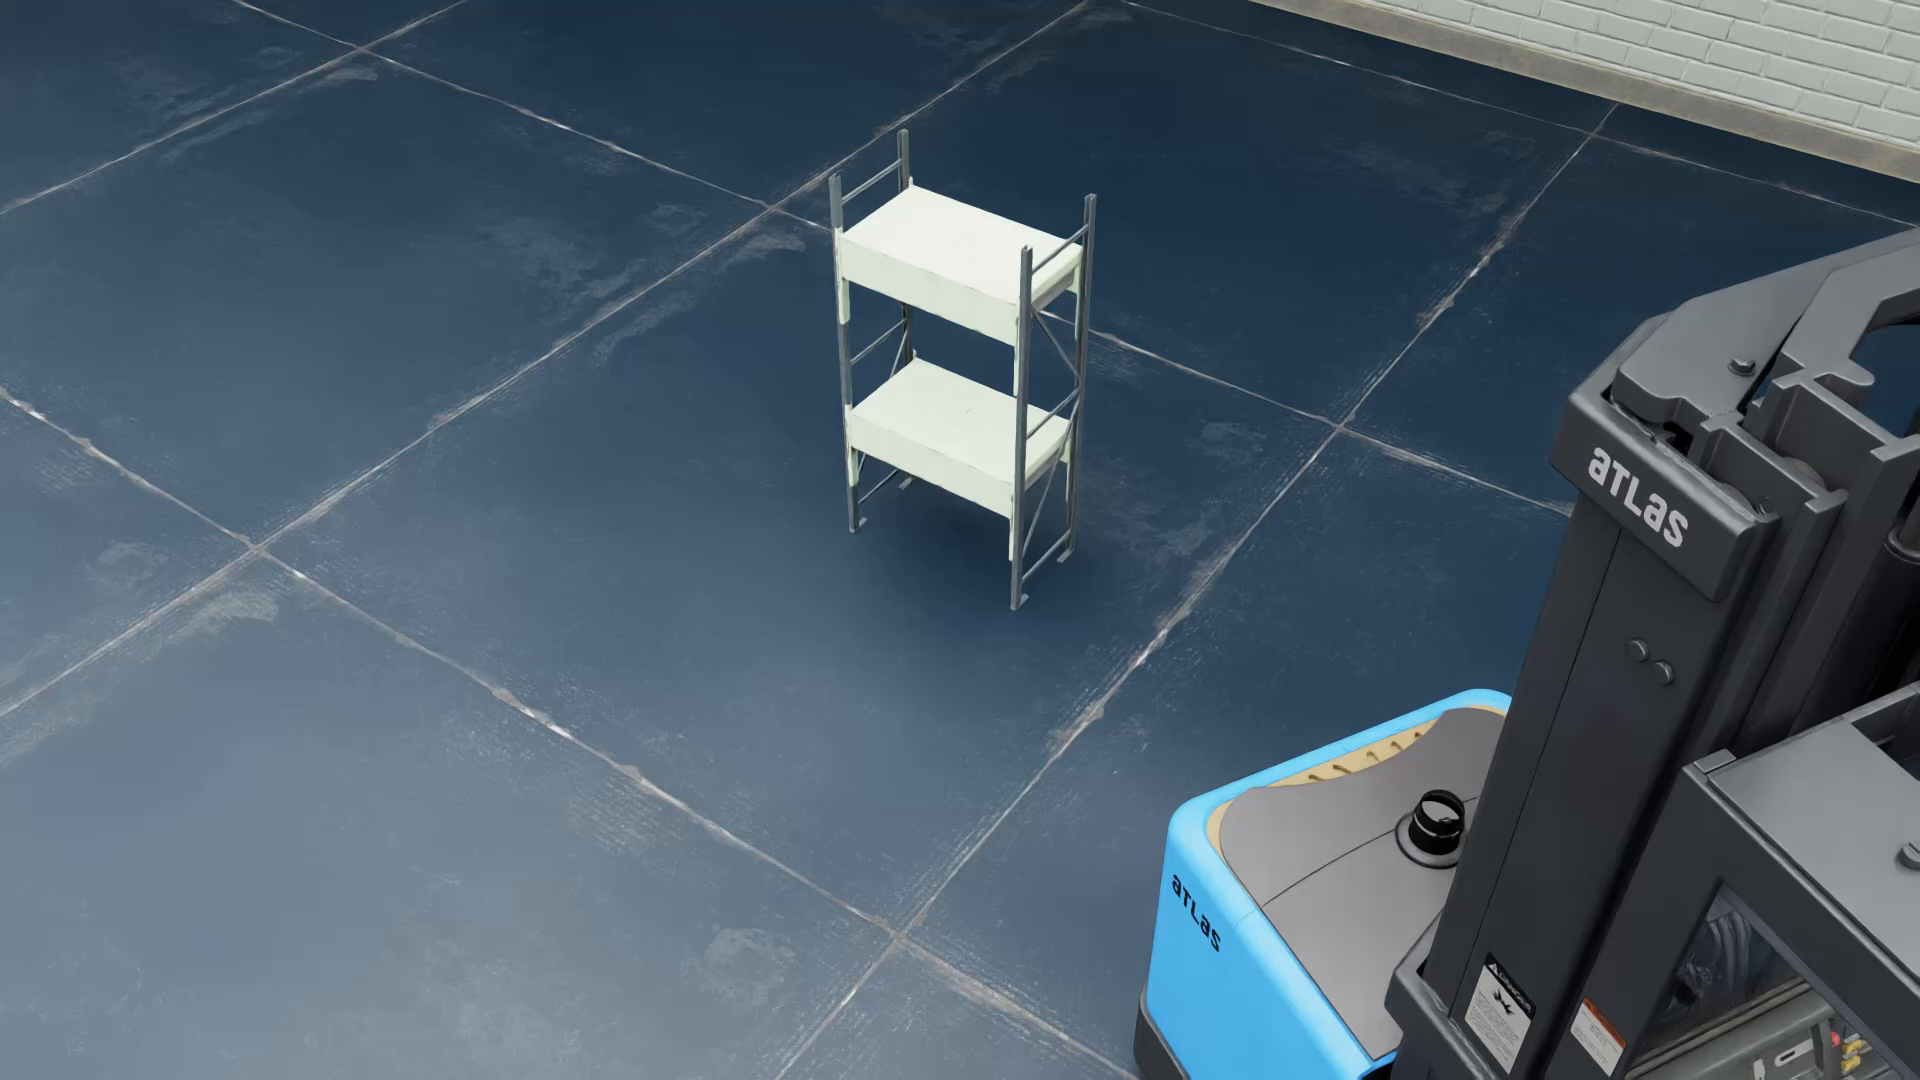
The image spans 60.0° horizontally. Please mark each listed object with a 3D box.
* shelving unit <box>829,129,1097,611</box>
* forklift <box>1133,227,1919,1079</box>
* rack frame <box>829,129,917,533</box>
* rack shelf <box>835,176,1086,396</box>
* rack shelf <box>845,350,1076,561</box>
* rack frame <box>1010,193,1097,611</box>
[{"bbox_3d":[0.005,-0.556,5.747,0.755,1.500,0.431,25,48,25],"label":"shelving unit"},{"bbox_3d":[1.569,1.091,2.833,1.130,2.935,3.031,-18,45,-19],"label":"forklift"},{"bbox_3d":[-0.294,-0.697,5.904,0.023,1.500,0.400,25,48,25],"label":"rack frame"},{"bbox_3d":[0.005,-0.847,5.487,0.720,0.370,0.431,25,48,25],"label":"rack shelf"},{"bbox_3d":[0.005,-0.313,5.964,0.720,0.370,0.431,25,48,25],"label":"rack shelf"},{"bbox_3d":[0.305,-0.416,5.590,0.023,1.500,0.400,25,48,25],"label":"rack frame"}]
